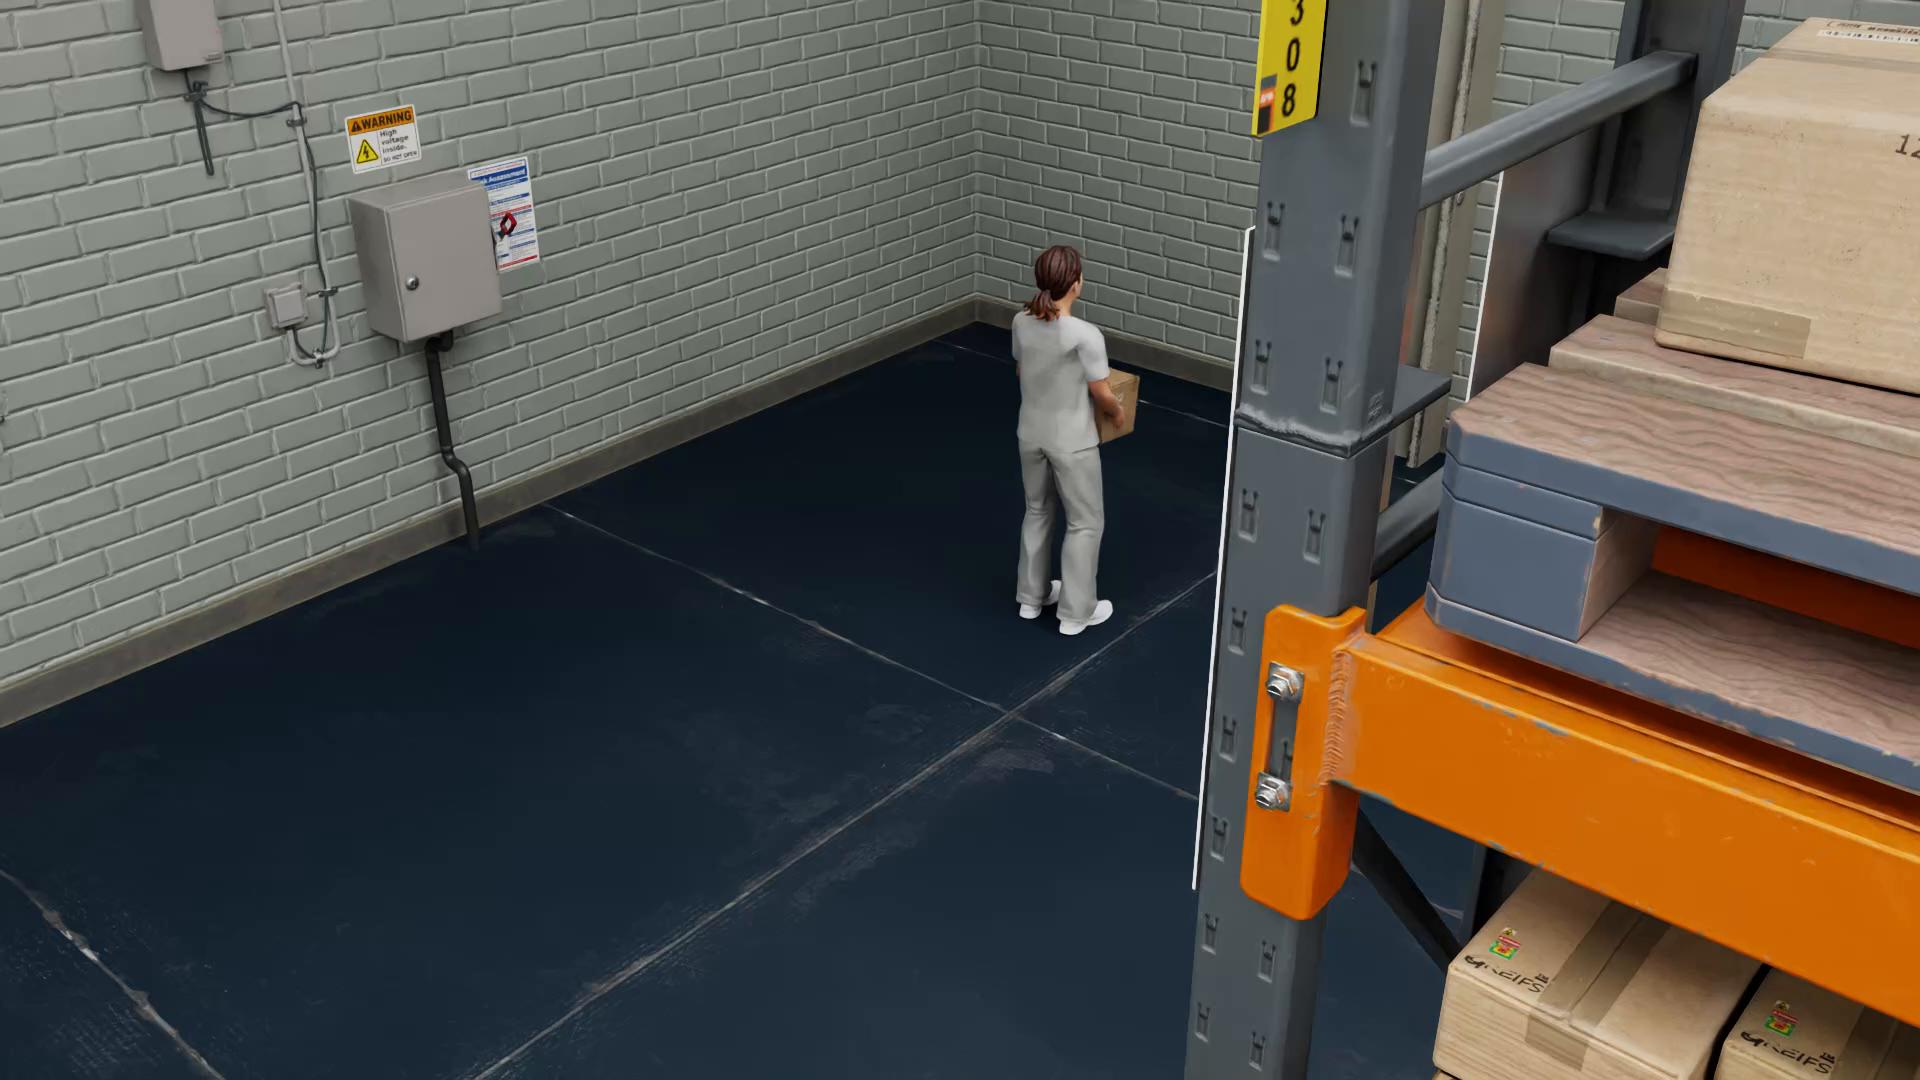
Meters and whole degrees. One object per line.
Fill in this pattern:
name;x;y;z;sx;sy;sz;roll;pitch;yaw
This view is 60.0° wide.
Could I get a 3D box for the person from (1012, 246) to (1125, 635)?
person;0.445;-0.429;6.945;0.463;1.674;0.490;20;34;34
